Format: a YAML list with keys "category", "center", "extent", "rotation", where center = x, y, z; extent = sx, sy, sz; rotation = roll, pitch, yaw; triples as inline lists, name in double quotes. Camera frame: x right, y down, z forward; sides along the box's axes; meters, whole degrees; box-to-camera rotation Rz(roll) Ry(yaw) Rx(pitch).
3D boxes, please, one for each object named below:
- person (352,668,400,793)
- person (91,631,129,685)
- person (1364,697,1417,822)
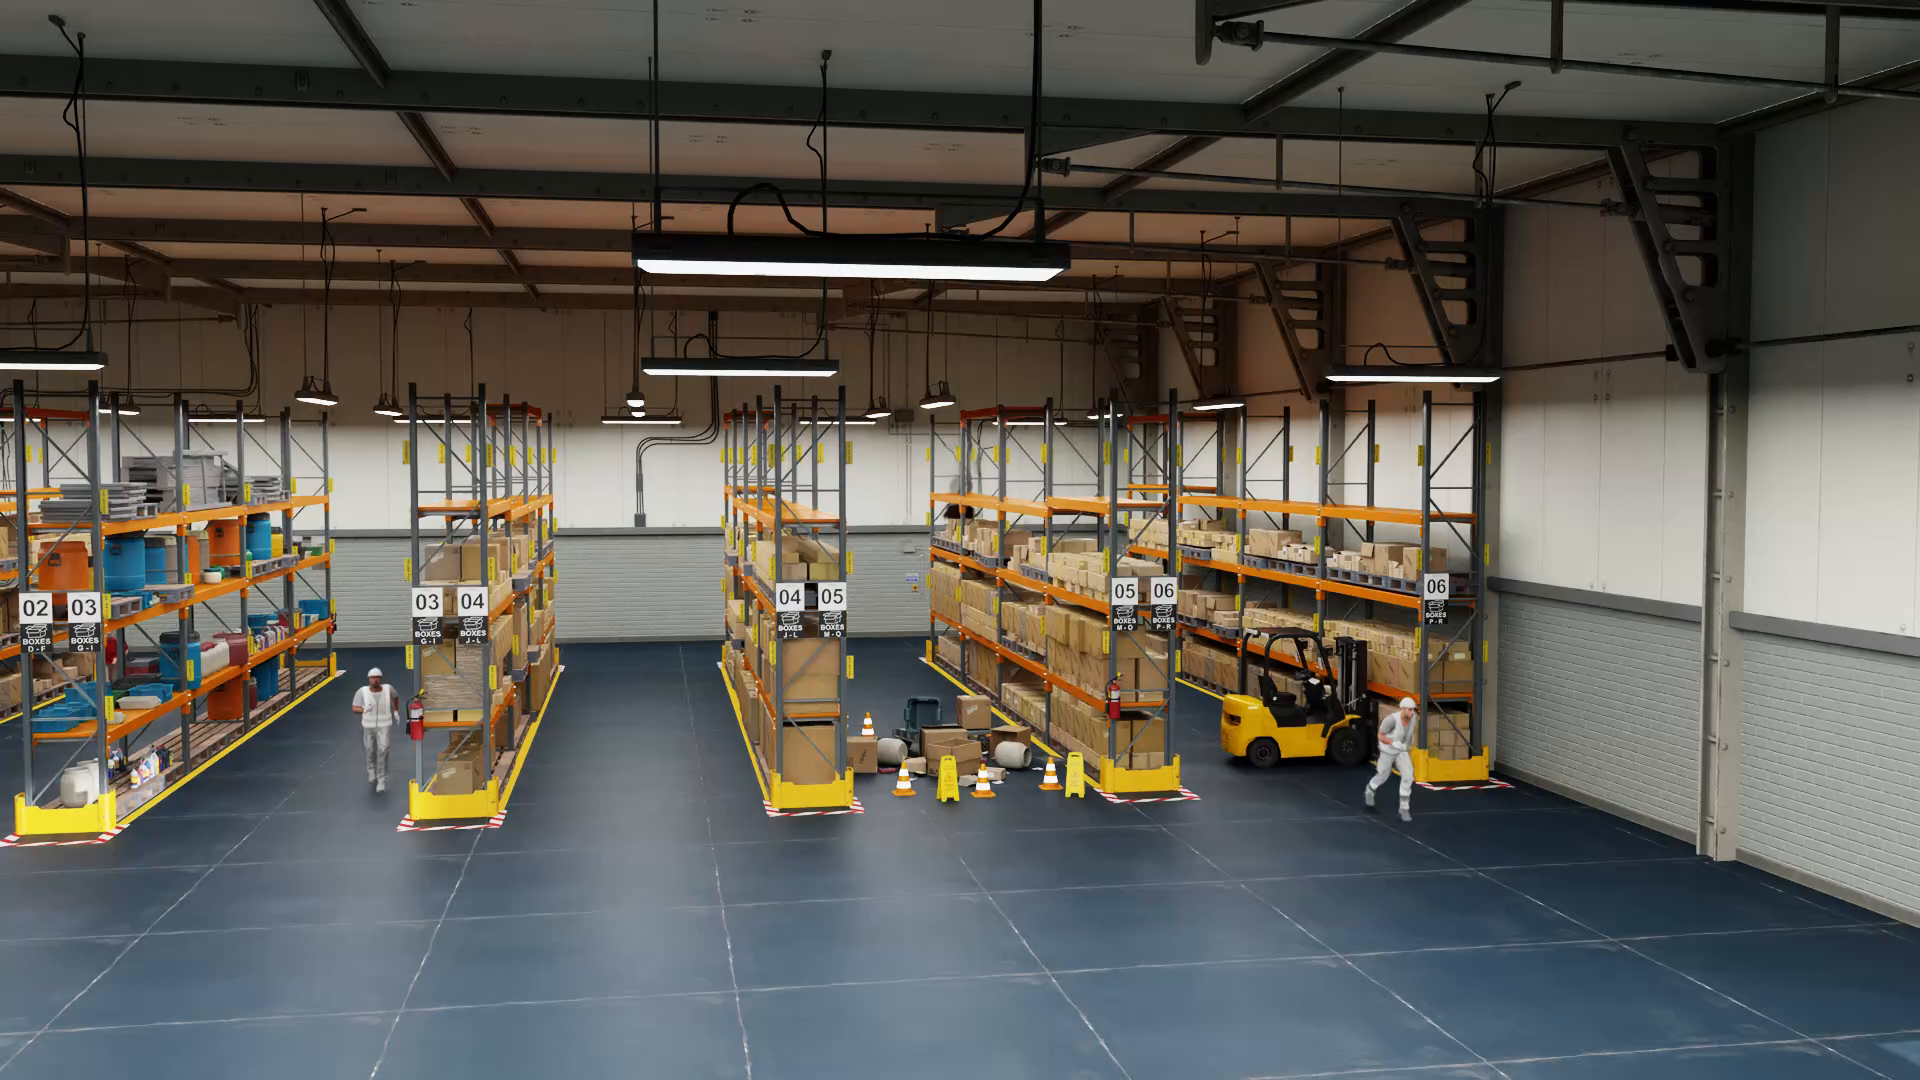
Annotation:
- category: "person"
  center: [-8.768, 2.819, 24.975]
  extent: [0.672, 1.811, 0.929]
  rotation: [-1, 3, -19]
- category: "person"
  center: [-16.810, 2.542, 32.905]
  extent: [0.705, 1.696, 1.008]
  rotation: [-1, 3, -18]
- category: "person"
  center: [6.001, 3.003, 23.144]
  extent: [0.704, 1.729, 1.055]
  rotation: [-1, 3, -25]
